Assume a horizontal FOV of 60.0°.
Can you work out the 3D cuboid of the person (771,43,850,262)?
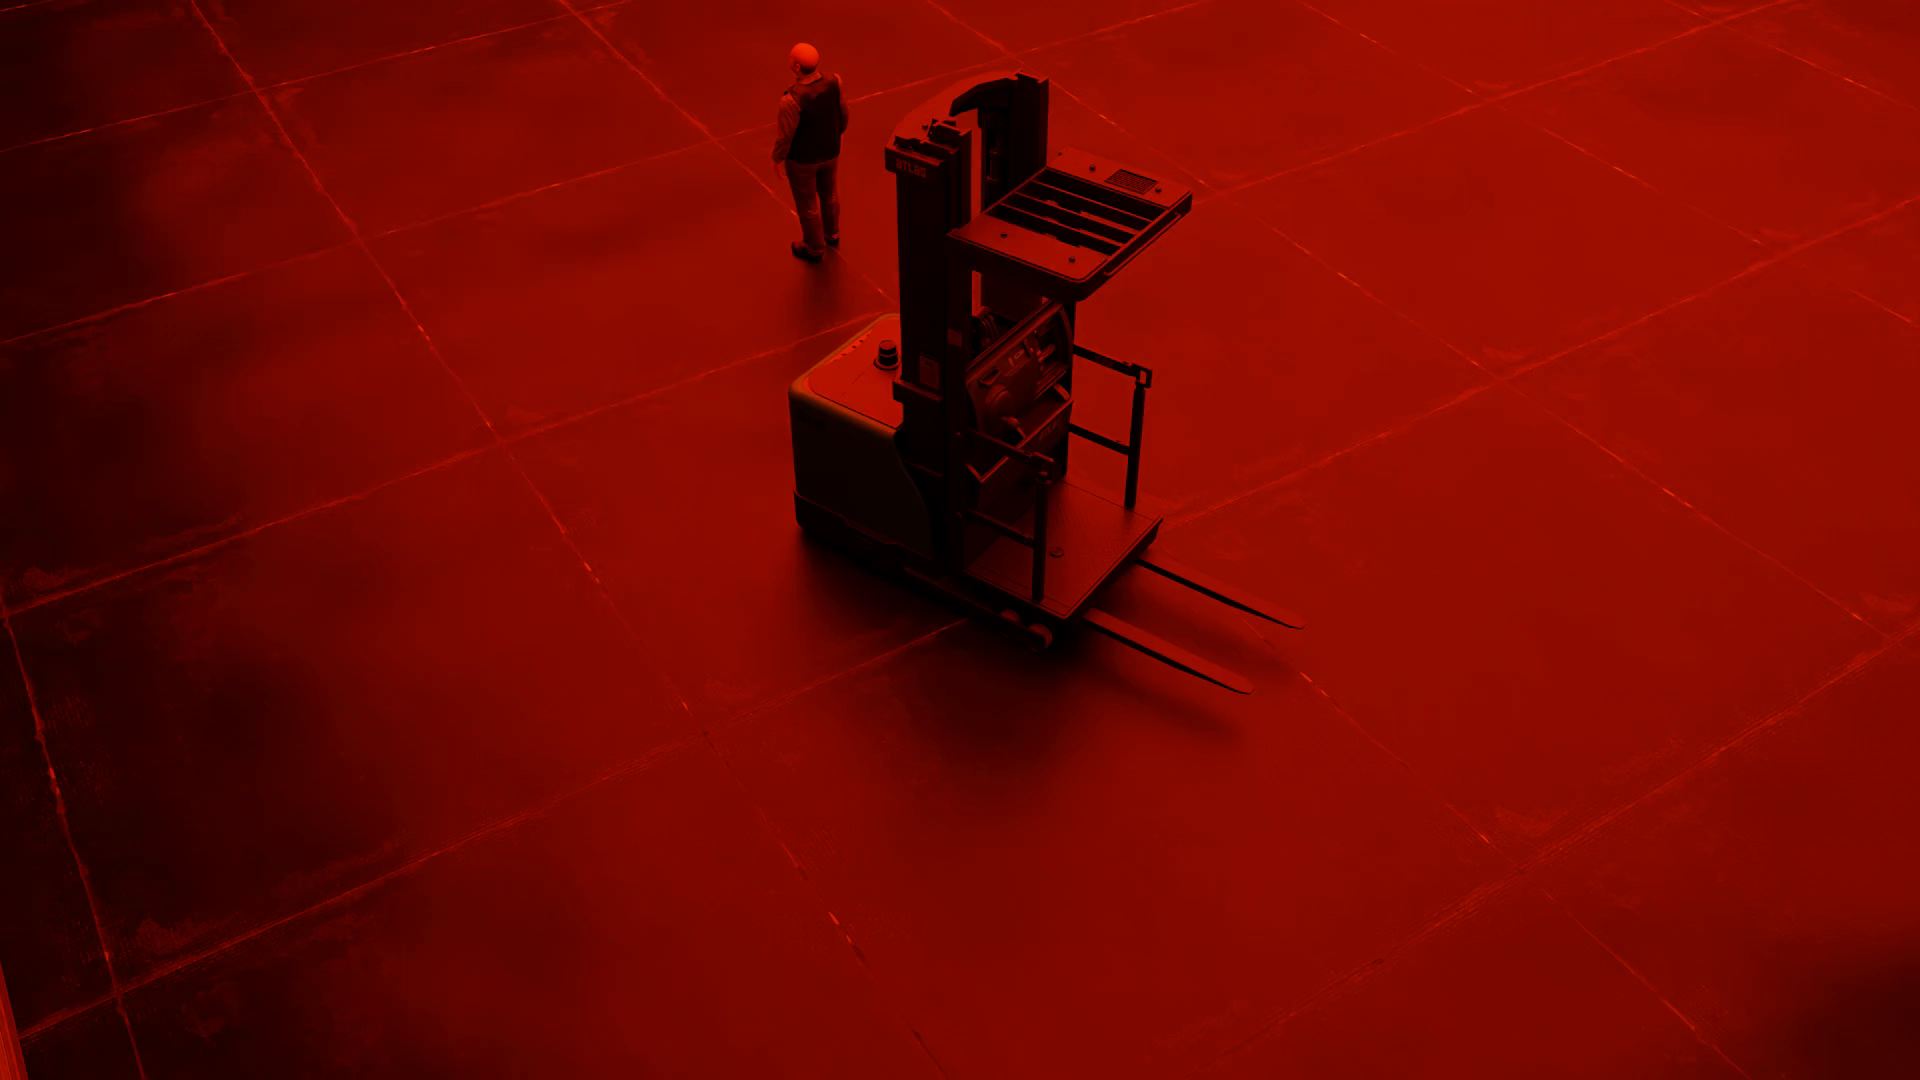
[{"bbox_3d":[-1.109,-2.811,11.996,0.632,1.720,0.569,-29,49,-29],"label":"person"}]

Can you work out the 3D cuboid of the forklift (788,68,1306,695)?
[{"bbox_3d":[0.496,-0.872,8.869,3.031,2.935,1.130,25,47,26],"label":"forklift"}]
